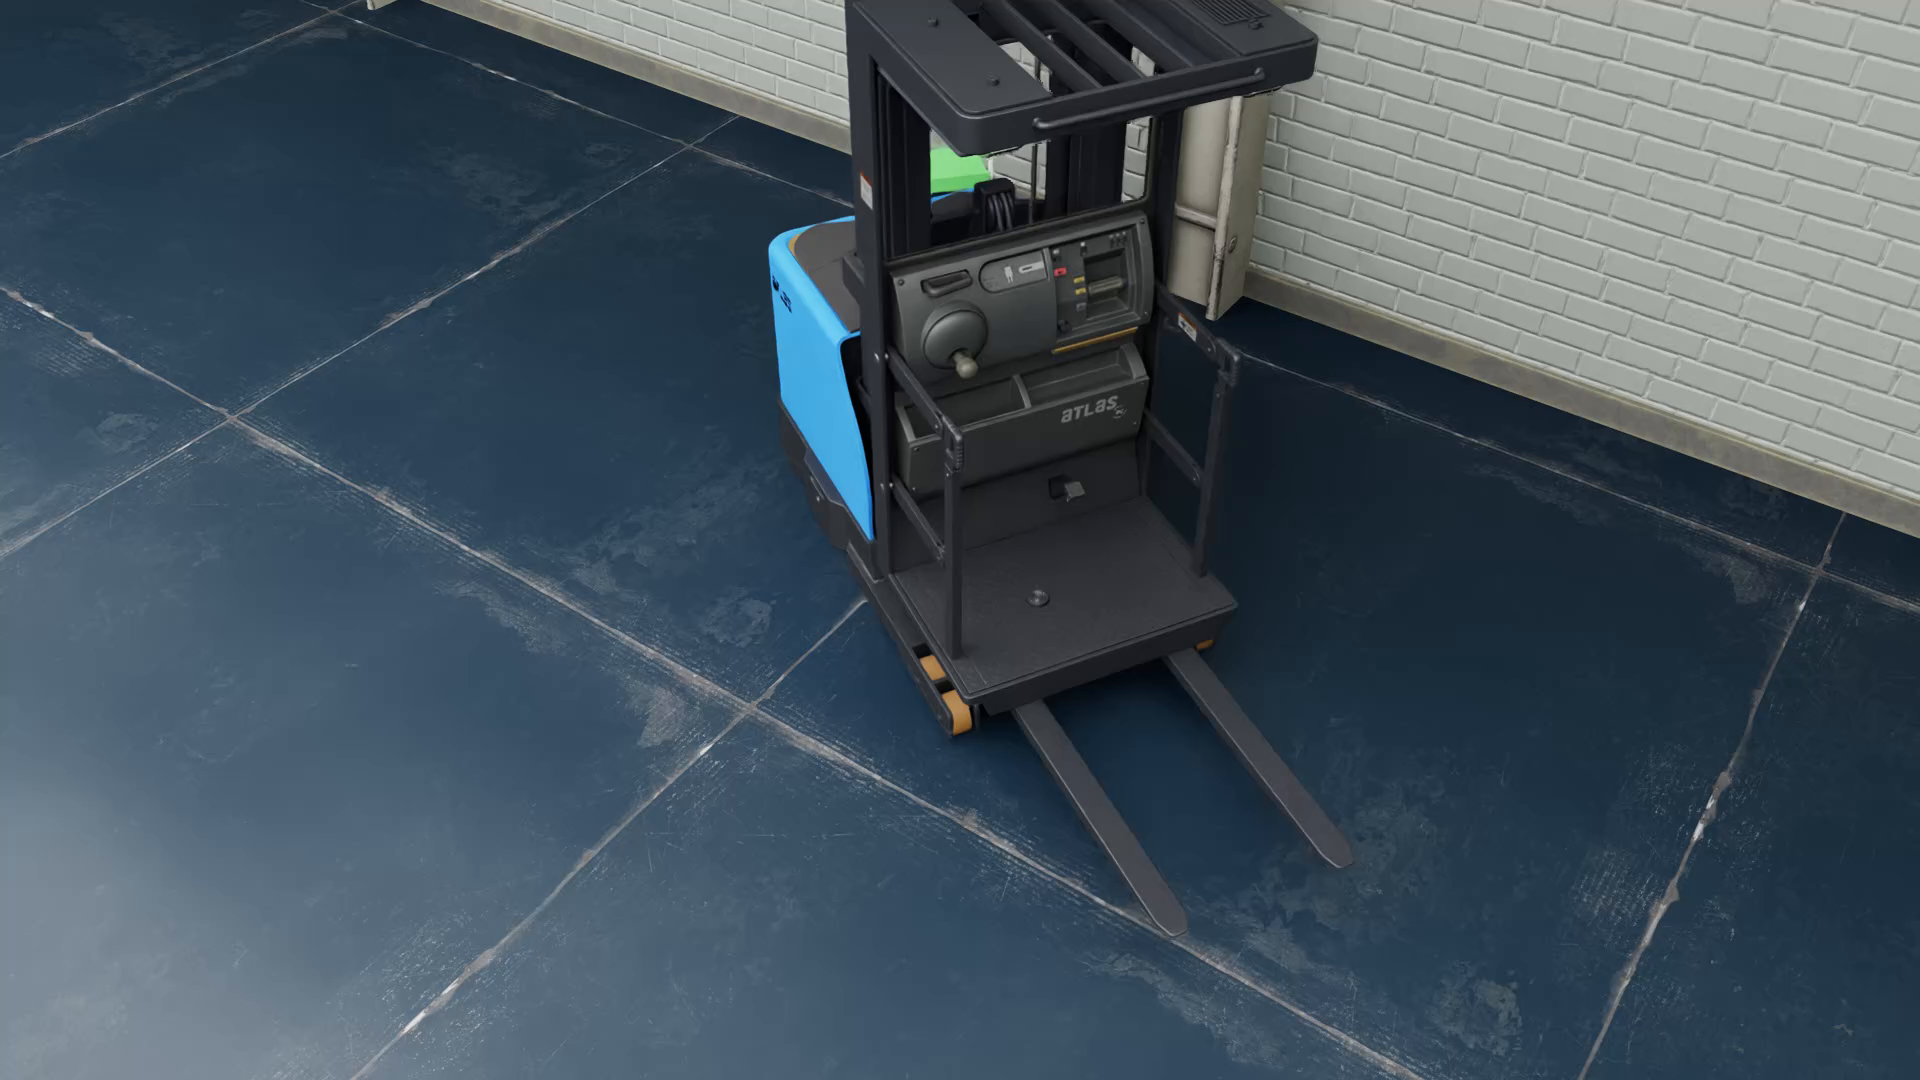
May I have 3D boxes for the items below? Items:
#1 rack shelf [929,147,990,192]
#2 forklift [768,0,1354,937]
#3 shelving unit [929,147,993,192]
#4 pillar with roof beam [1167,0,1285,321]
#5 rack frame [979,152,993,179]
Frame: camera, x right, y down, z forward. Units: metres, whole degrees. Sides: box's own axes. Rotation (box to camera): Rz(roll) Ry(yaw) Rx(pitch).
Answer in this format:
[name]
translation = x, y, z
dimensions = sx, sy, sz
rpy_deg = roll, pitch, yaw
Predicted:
[rack shelf]
translation = -0.138, -1.504, 6.907
dimensions = 0.480, 0.148, 0.258
rpy_deg = -8, 42, -9
[forklift]
translation = 0.314, -0.726, 5.363
dimensions = 1.130, 2.935, 3.031
rpy_deg = -17, 45, -18
[shelving unit]
translation = -0.138, -1.194, 7.185
dimensions = 0.503, 1.200, 0.258
rpy_deg = -8, 42, -9
[pillar with roof beam]
translation = -1.331, -2.204, 2.464
dimensions = 0.400, 9.000, 9.100
rpy_deg = 25, 48, 25
[rack frame]
translation = 0.100, -1.229, 7.224
dimensions = 0.015, 1.200, 0.240
rpy_deg = -8, 42, -9
